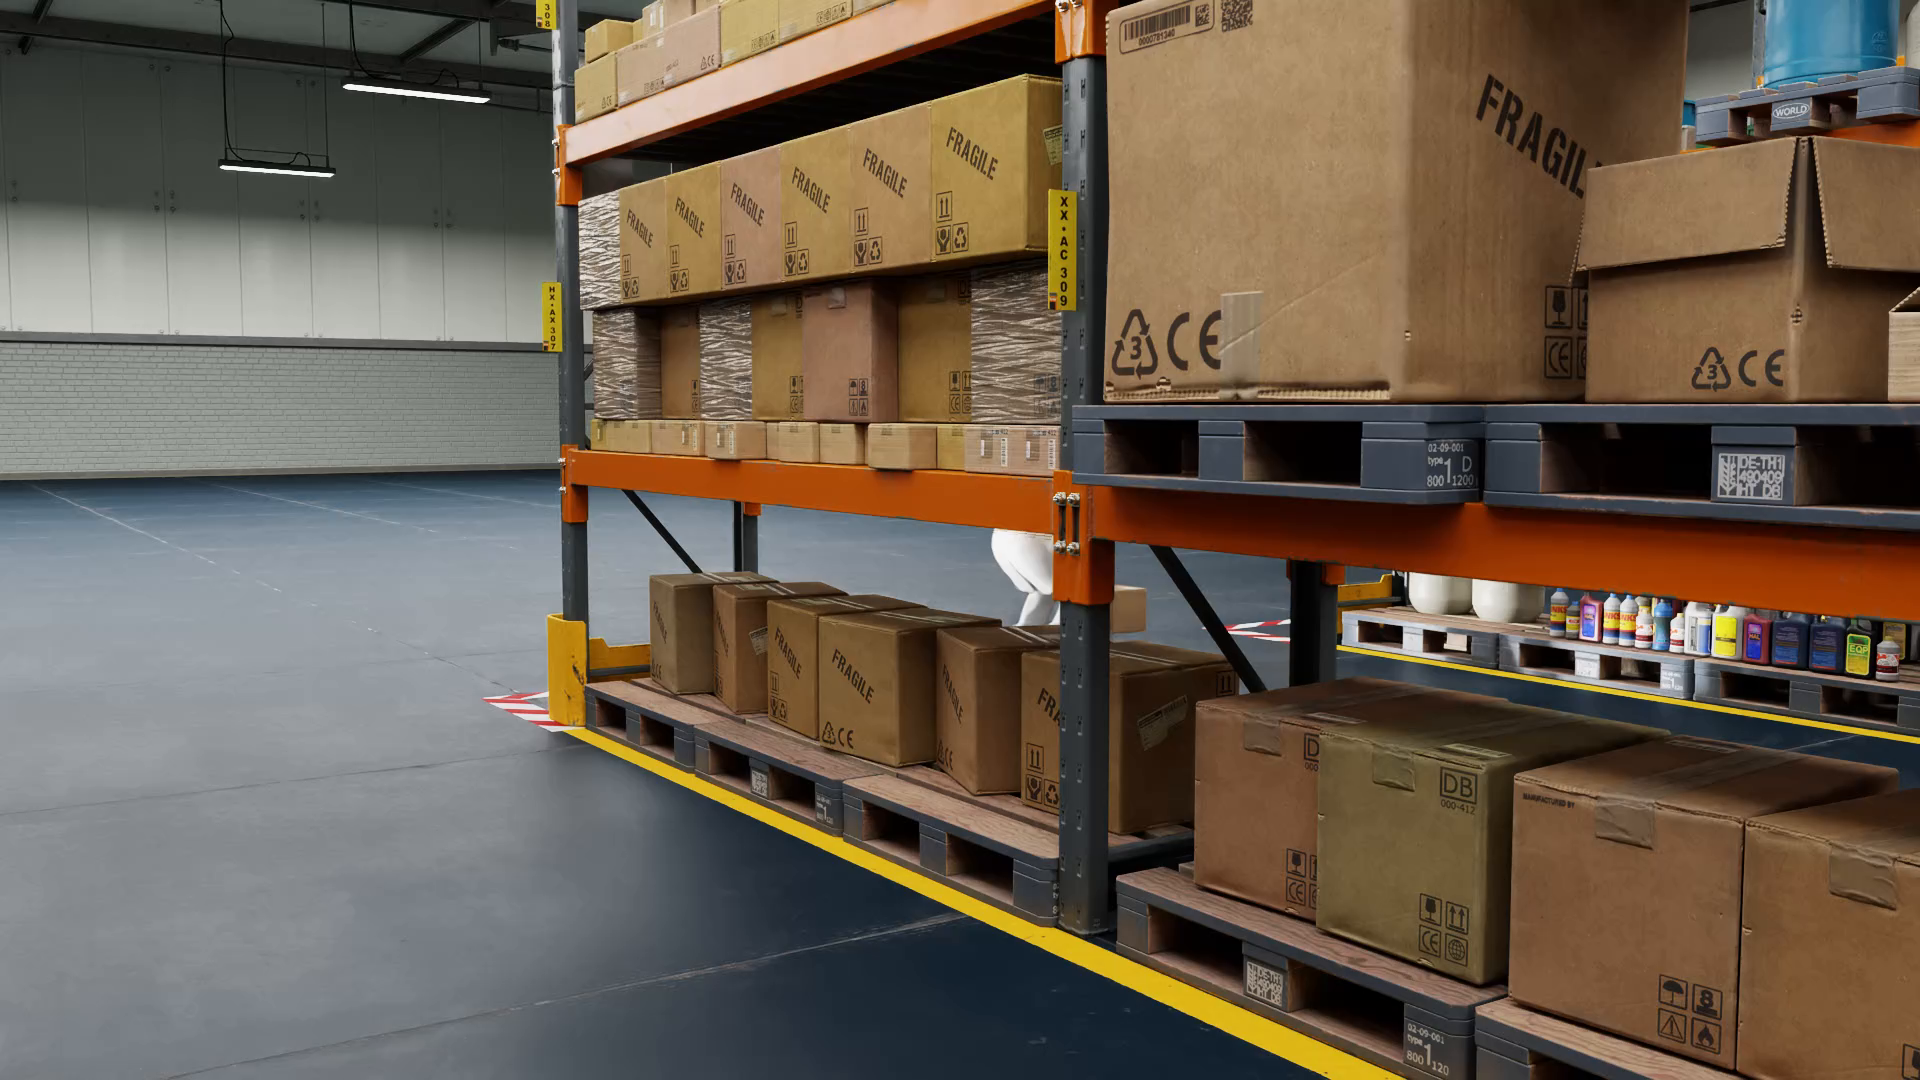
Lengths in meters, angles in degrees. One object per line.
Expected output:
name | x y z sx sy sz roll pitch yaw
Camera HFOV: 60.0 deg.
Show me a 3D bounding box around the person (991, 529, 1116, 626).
person | 0.502 0.042 9.492 0.718 1.425 0.630 -3 5 -34
